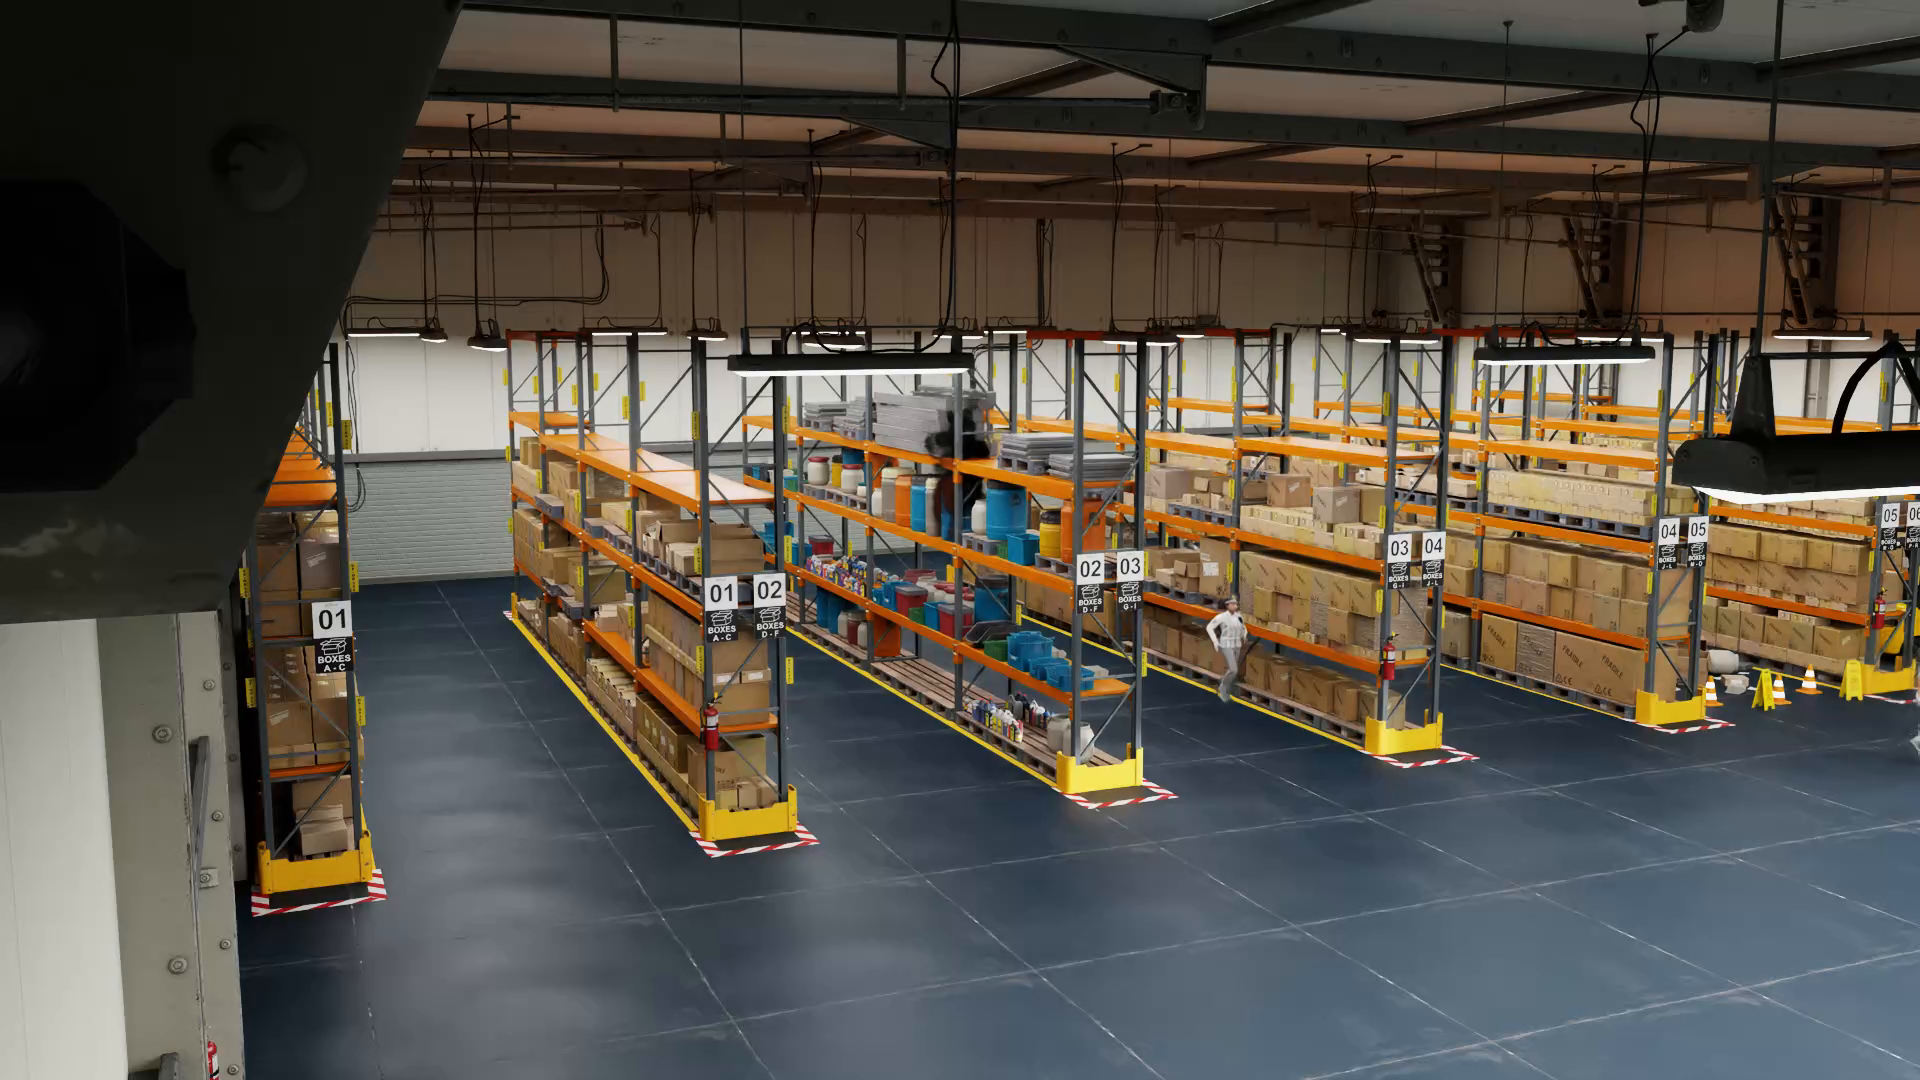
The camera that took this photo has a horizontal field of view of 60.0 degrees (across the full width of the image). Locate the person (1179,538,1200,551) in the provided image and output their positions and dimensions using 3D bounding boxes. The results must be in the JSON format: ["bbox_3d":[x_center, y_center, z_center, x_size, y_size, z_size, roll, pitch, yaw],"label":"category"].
[{"bbox_3d":[5.671,-0.211,41.753,0.880,1.732,0.727,7,11,43],"label":"person"}]

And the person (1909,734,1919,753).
[{"bbox_3d":[13.902,2.337,23.322,0.929,1.644,0.613,3,8,20],"label":"person"}]

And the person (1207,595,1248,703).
[{"bbox_3d":[4.228,1.699,25.889,0.593,1.702,0.620,-4,9,-29],"label":"person"}]
